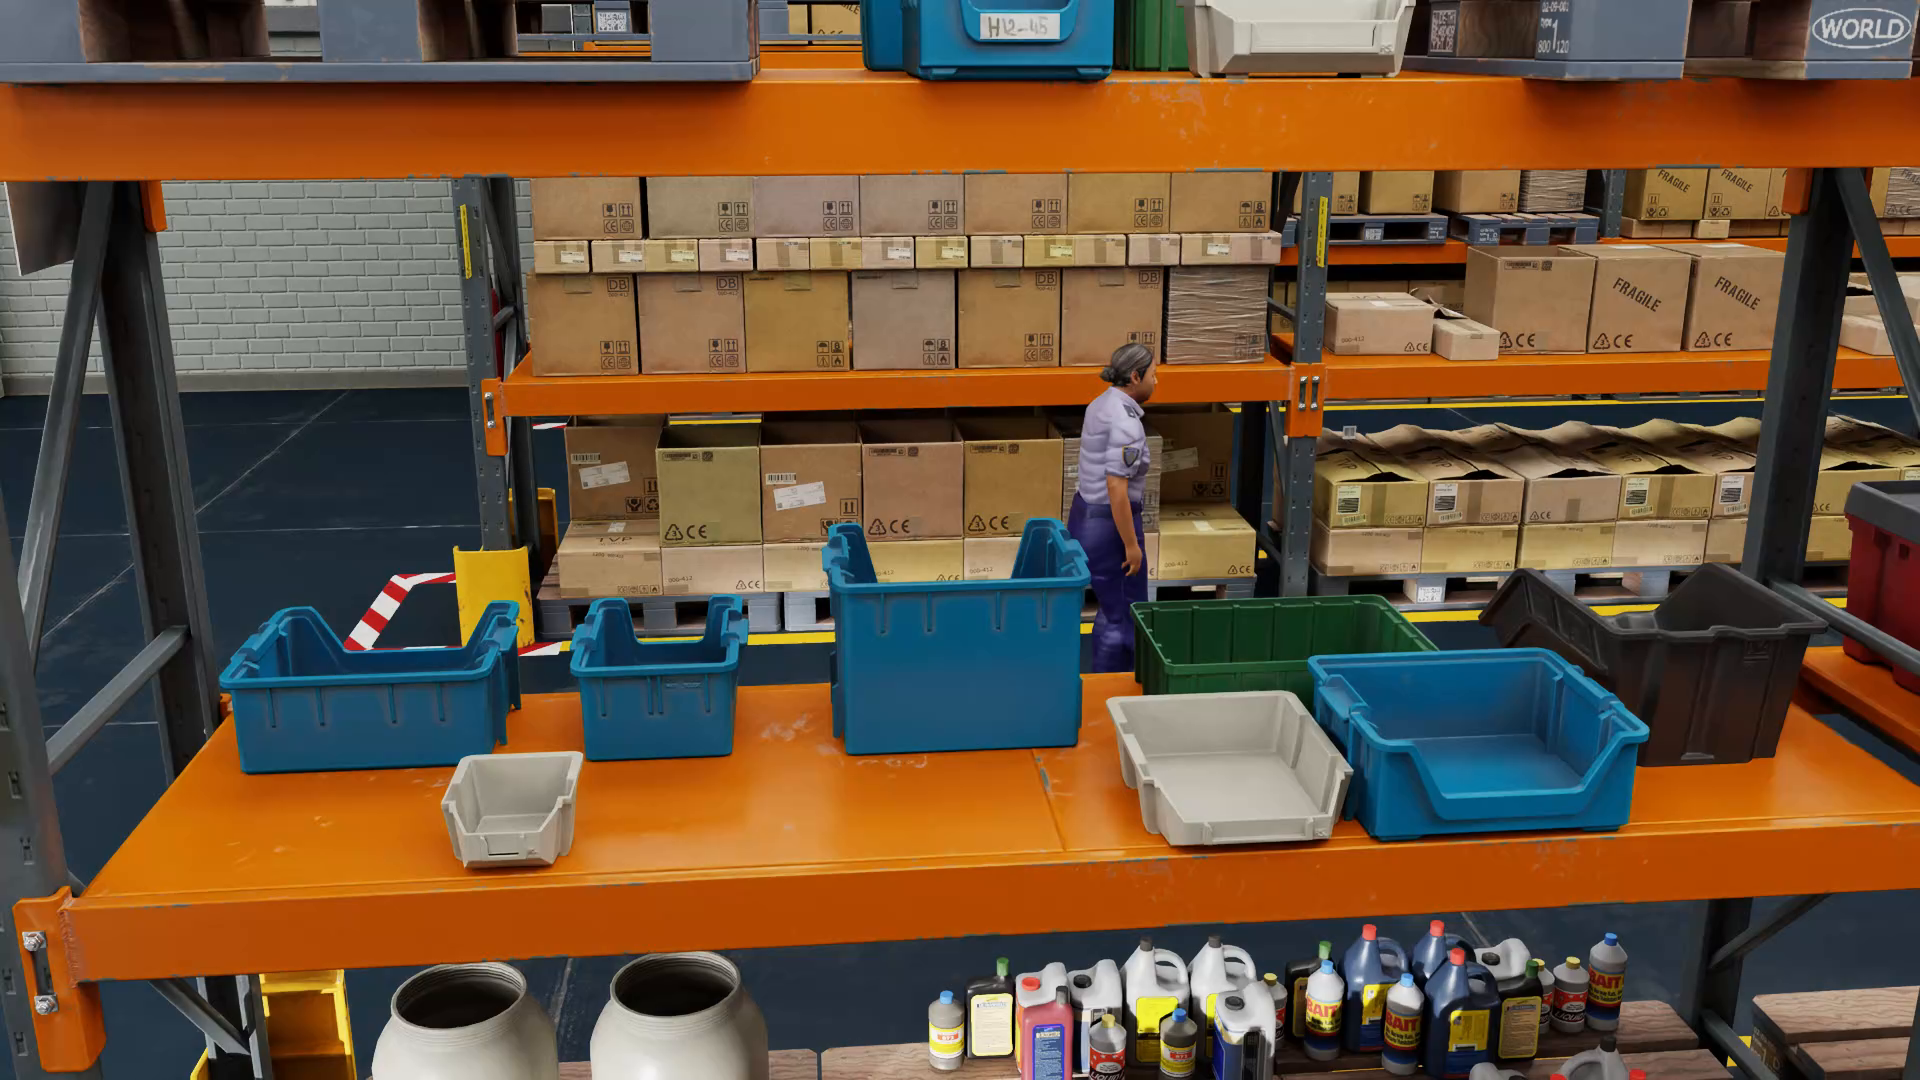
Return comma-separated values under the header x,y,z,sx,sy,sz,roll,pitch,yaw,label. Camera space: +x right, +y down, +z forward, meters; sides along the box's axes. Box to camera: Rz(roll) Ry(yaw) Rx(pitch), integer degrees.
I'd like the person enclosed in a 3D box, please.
x,y,z,sx,sy,sz,roll,pitch,yaw,label
0.703,-0.021,7.122,0.378,1.652,0.539,-2,17,-5,person
